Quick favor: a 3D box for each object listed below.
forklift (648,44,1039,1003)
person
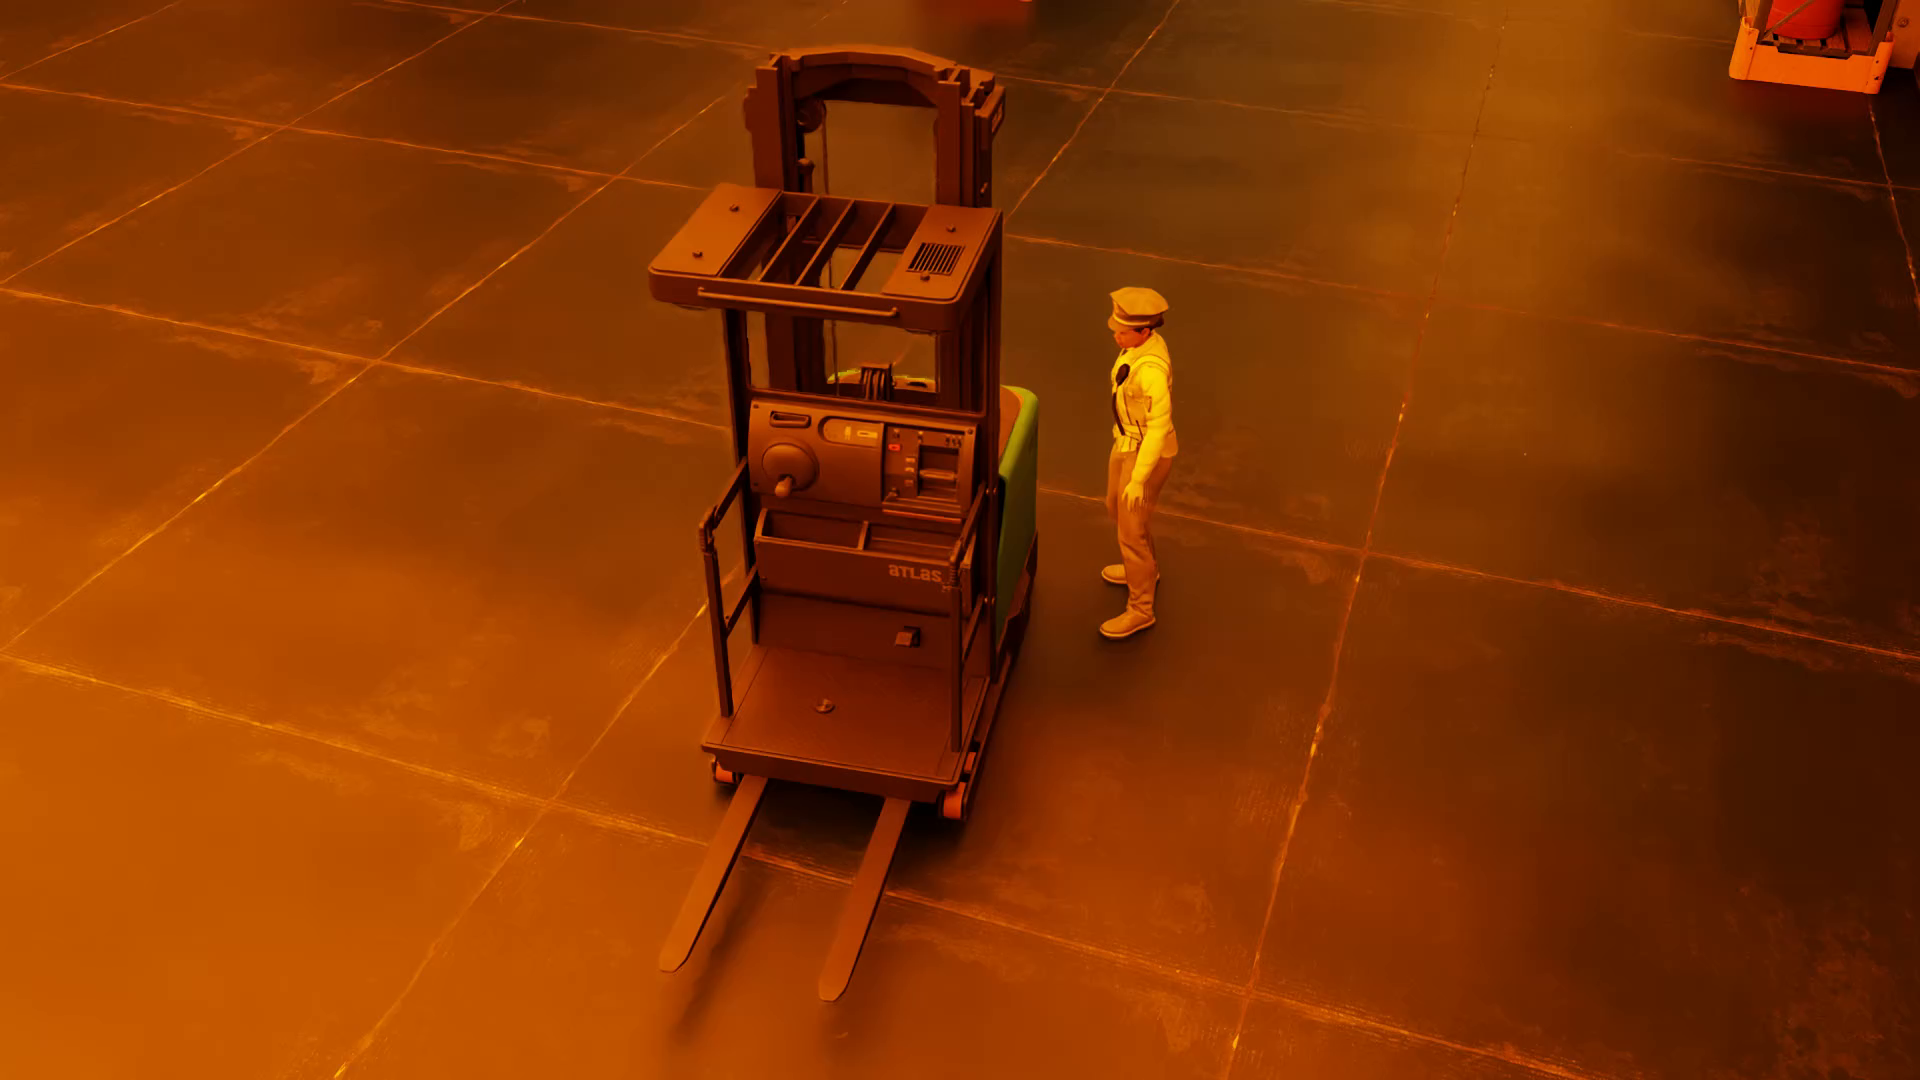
[{"bbox_3d":[-0.439,-0.262,6.480,1.130,2.935,3.031,7,36,10],"label":"forklift"},{"bbox_3d":[0.833,-0.404,7.801,0.367,1.642,0.727,-2,35,-4],"label":"person"}]
